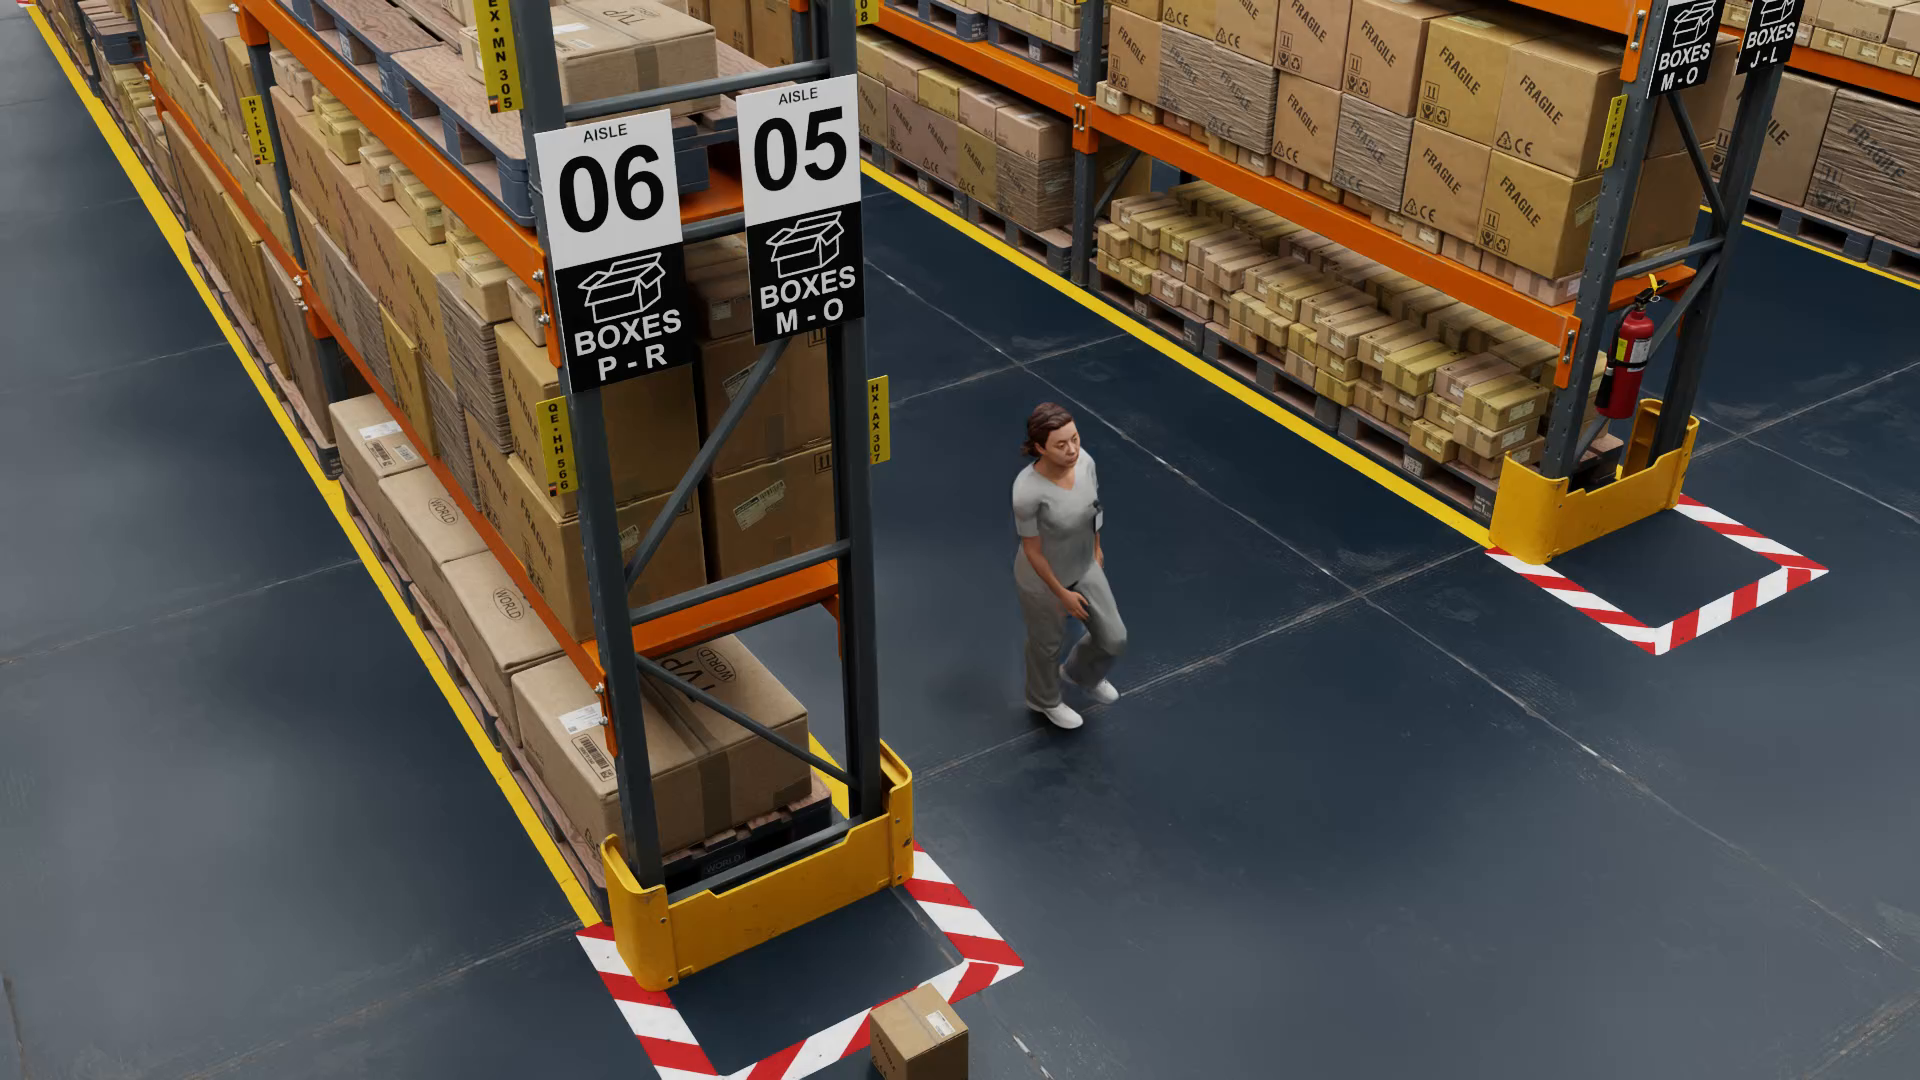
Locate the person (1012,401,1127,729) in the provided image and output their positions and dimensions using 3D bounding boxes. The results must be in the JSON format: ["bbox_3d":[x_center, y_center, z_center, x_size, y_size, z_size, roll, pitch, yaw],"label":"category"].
[{"bbox_3d":[0.458,0.127,6.905,0.613,1.649,0.480,-23,39,-32],"label":"person"}]
